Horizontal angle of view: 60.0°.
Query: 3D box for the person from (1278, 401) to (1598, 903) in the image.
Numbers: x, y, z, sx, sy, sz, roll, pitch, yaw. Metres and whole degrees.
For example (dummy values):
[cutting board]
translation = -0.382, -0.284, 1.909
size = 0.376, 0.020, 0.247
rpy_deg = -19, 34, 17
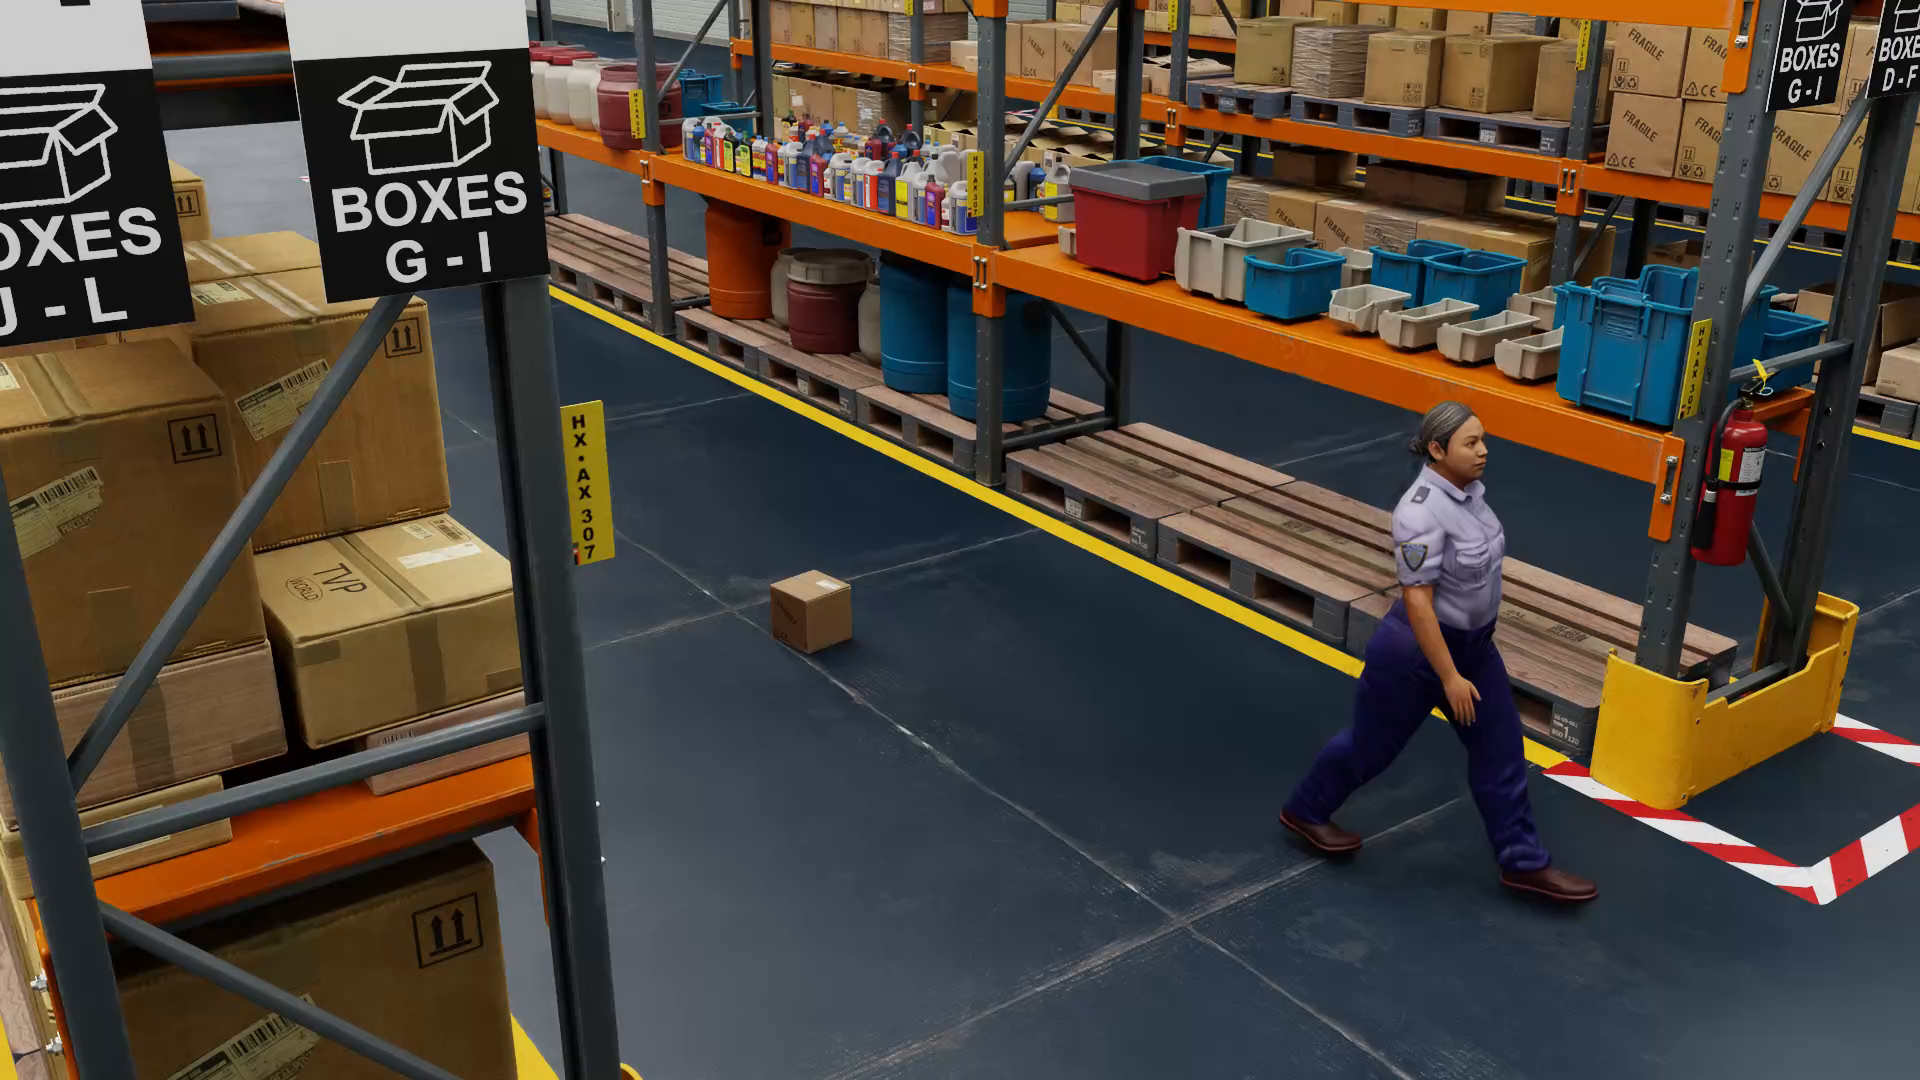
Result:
[person]
translation = 1.541, 0.352, 5.197
size = 1.008, 1.583, 0.511
rpy_deg = 18, 28, 38
